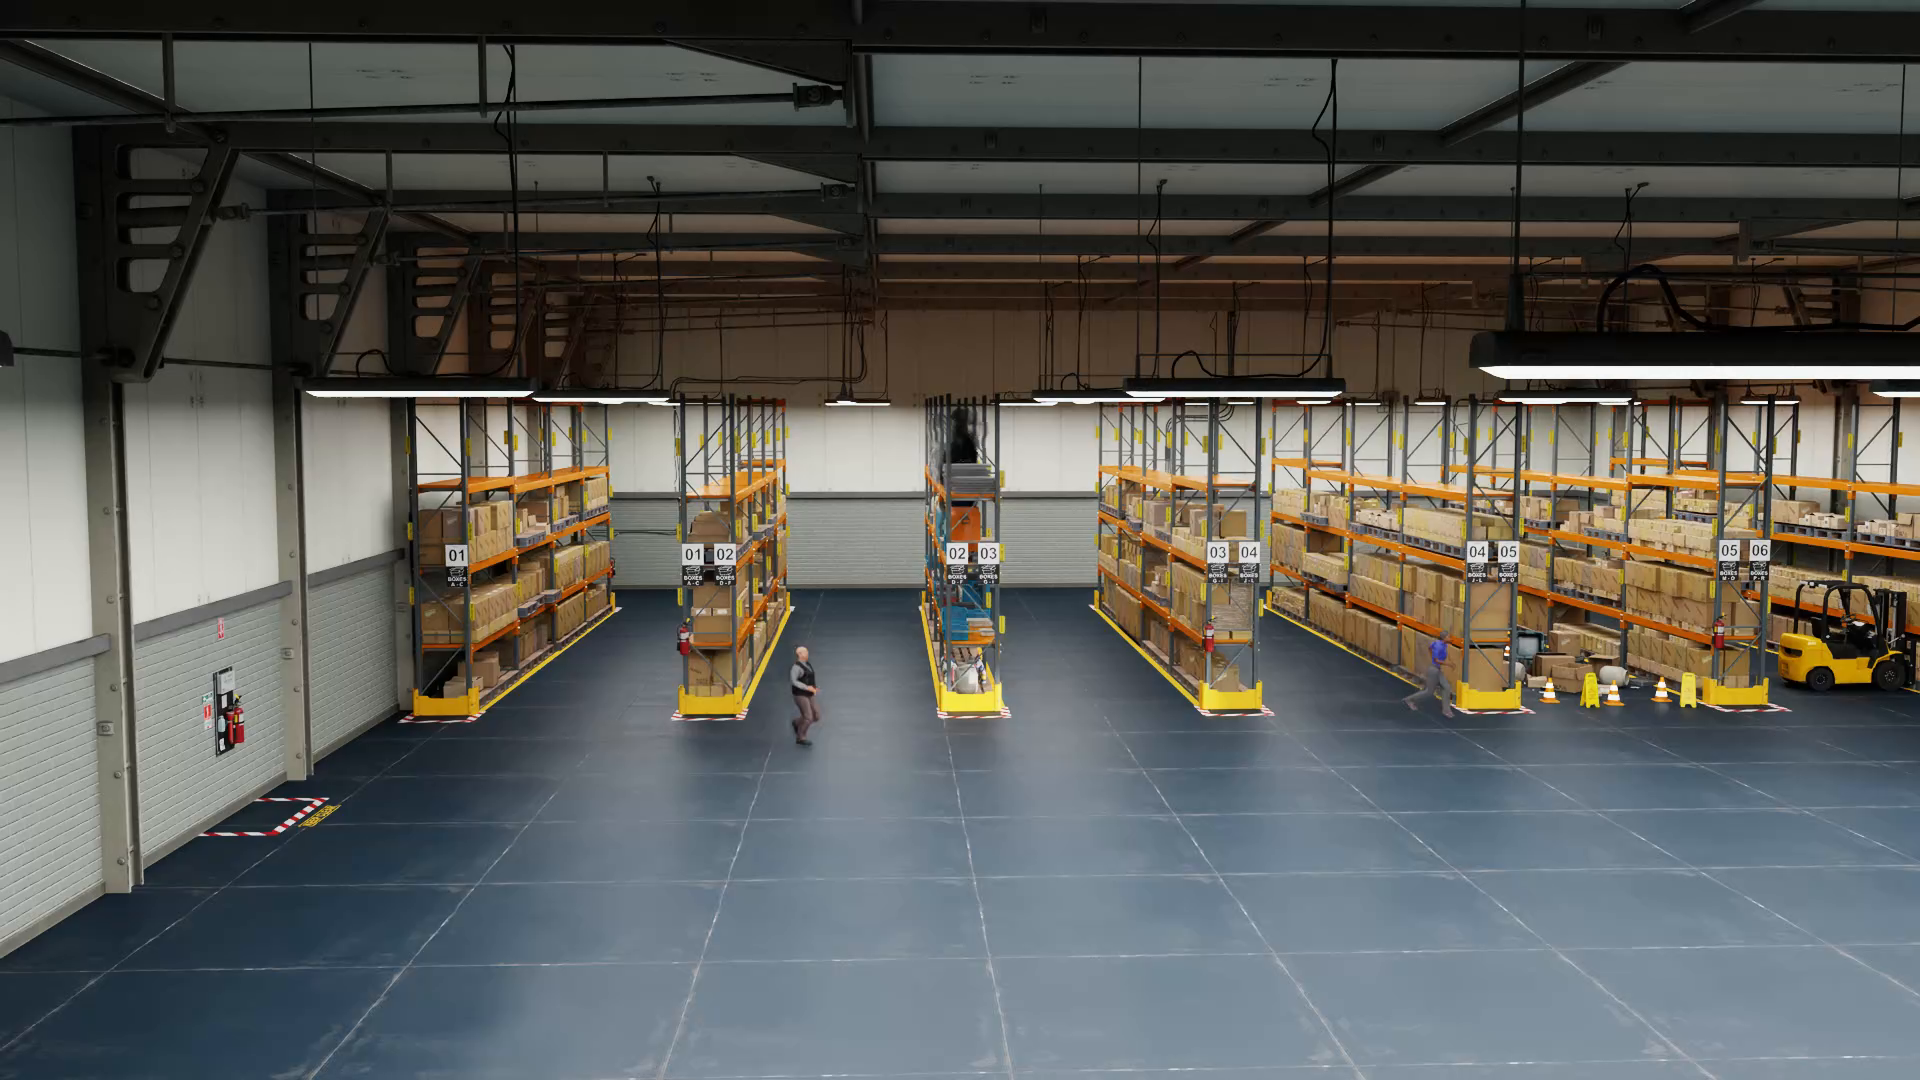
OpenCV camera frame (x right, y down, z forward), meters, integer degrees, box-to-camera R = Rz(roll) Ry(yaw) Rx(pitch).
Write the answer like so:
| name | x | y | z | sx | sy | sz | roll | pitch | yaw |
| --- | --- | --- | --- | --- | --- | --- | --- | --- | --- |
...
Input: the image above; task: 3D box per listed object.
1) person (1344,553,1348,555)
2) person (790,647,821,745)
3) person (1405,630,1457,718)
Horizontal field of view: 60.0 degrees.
| name | x | y | z | sx | sy | sz | roll | pitch | yaw |
| --- | --- | --- | --- | --- | --- | --- | --- | --- | --- |
| person | 11.369 | 1.022 | 49.257 | 0.556 | 1.630 | 0.556 | -2 | 5 | -19 |
| person | -2.650 | 2.653 | 28.342 | 0.579 | 1.680 | 0.659 | 2 | 5 | 20 |
| person | 8.787 | 2.491 | 30.983 | 0.951 | 1.647 | 0.615 | 2 | 5 | 19 |
